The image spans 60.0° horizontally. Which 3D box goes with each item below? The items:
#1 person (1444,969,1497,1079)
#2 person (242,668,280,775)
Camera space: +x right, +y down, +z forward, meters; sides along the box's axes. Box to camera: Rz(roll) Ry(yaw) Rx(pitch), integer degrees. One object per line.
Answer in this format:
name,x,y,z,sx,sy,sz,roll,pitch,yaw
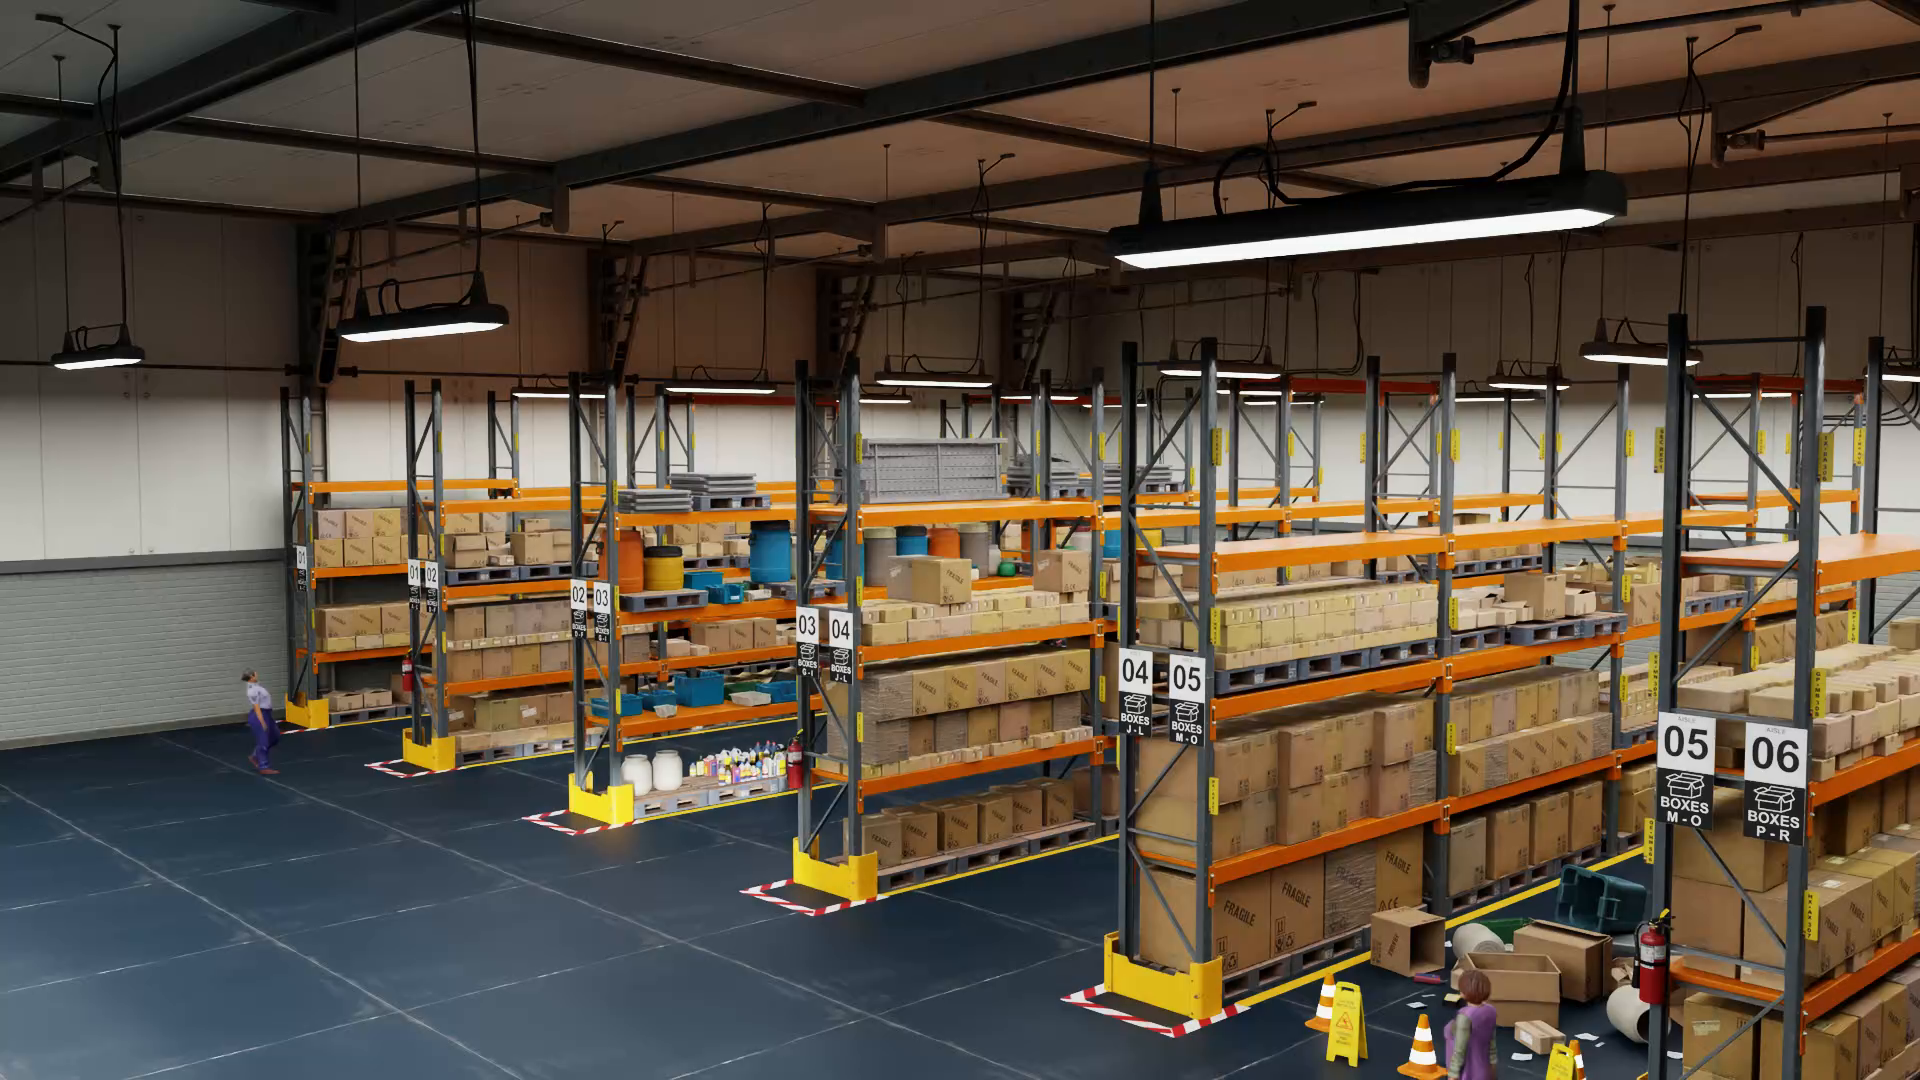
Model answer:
person,3.457,3.659,11.128,0.762,1.578,0.407,2,4,25
person,-10.630,2.743,25.346,0.527,1.628,0.567,-1,4,-9
